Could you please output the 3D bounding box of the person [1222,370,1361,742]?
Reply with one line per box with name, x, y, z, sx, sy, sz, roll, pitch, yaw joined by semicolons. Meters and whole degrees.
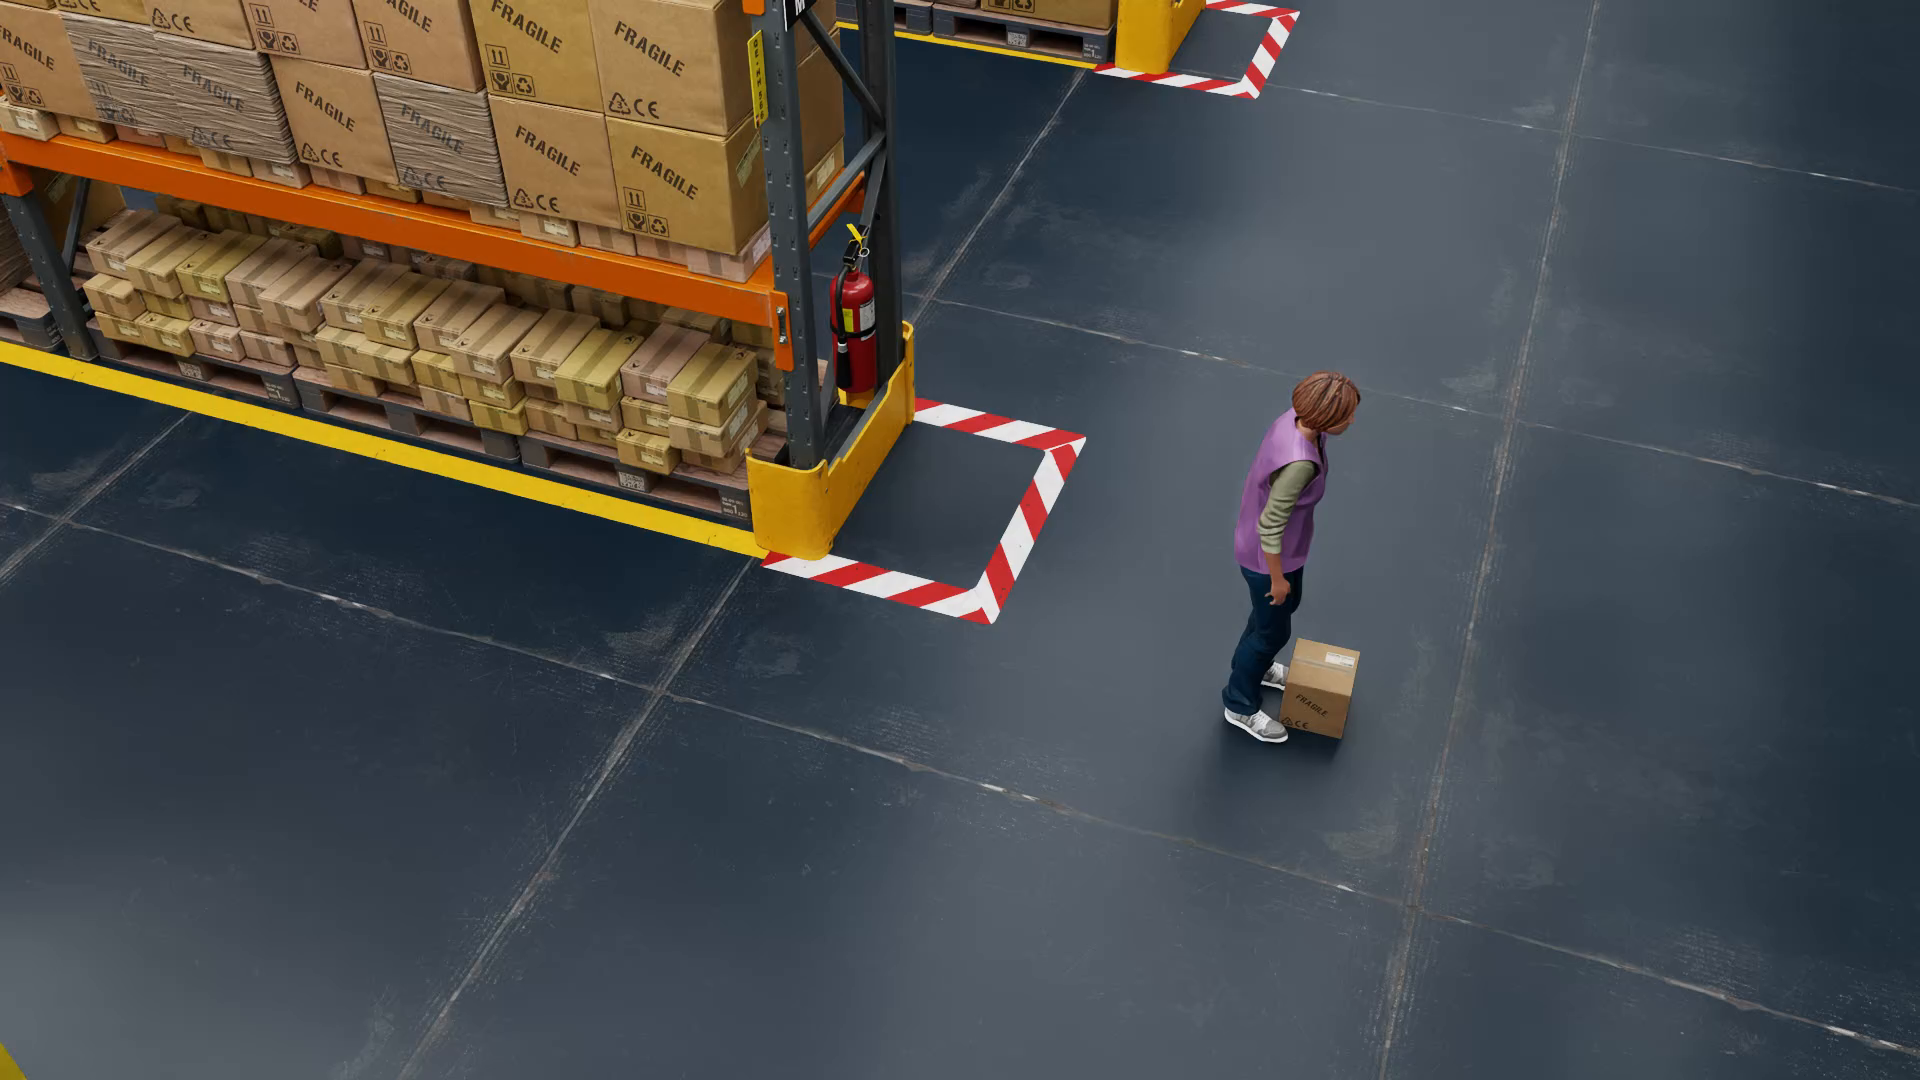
person;1.183;0.037;6.129;0.348;1.590;0.469;12;43;13
